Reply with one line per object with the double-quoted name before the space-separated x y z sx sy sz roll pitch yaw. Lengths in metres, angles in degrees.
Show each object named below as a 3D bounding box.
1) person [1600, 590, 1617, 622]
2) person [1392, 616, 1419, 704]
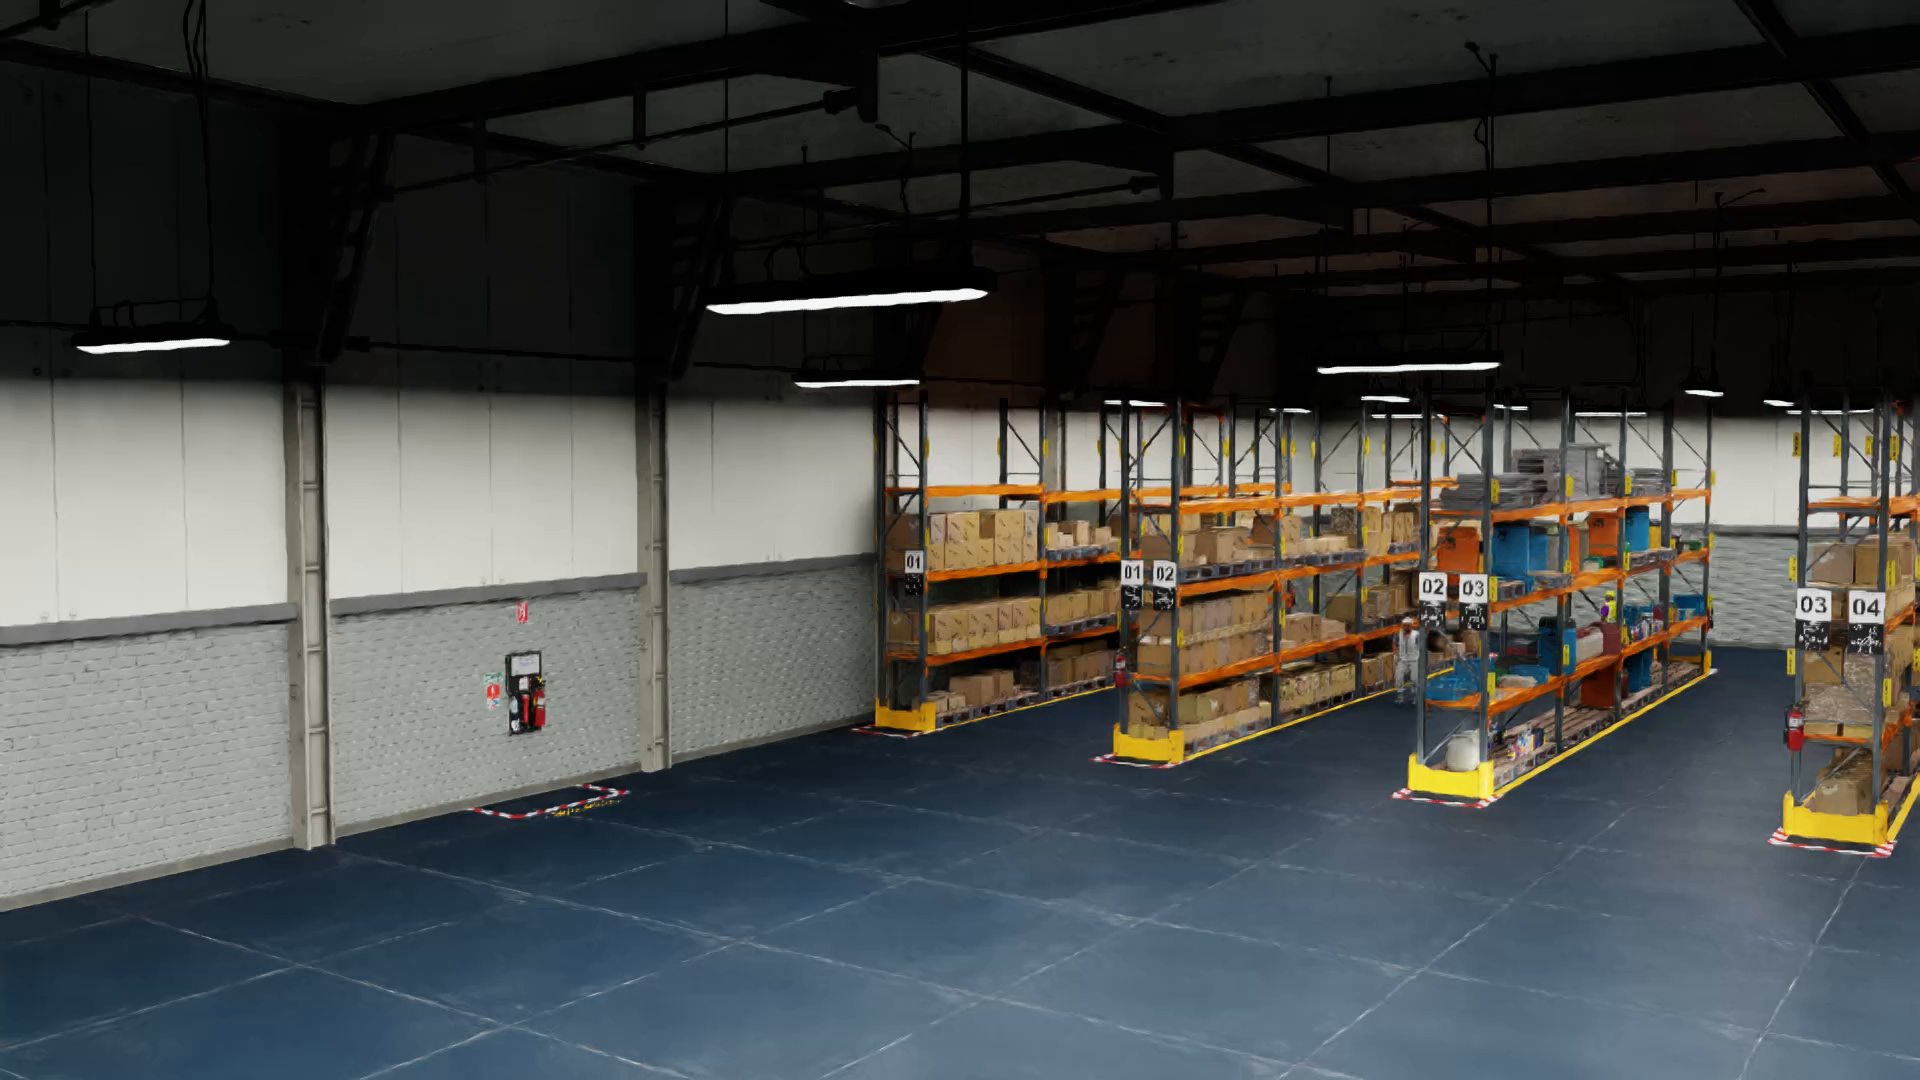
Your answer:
"person" 14.798 2.005 37.956 0.778 1.760 0.619 -2 4 -32
"person" 8.725 2.344 32.374 0.677 1.742 0.547 2 4 33
